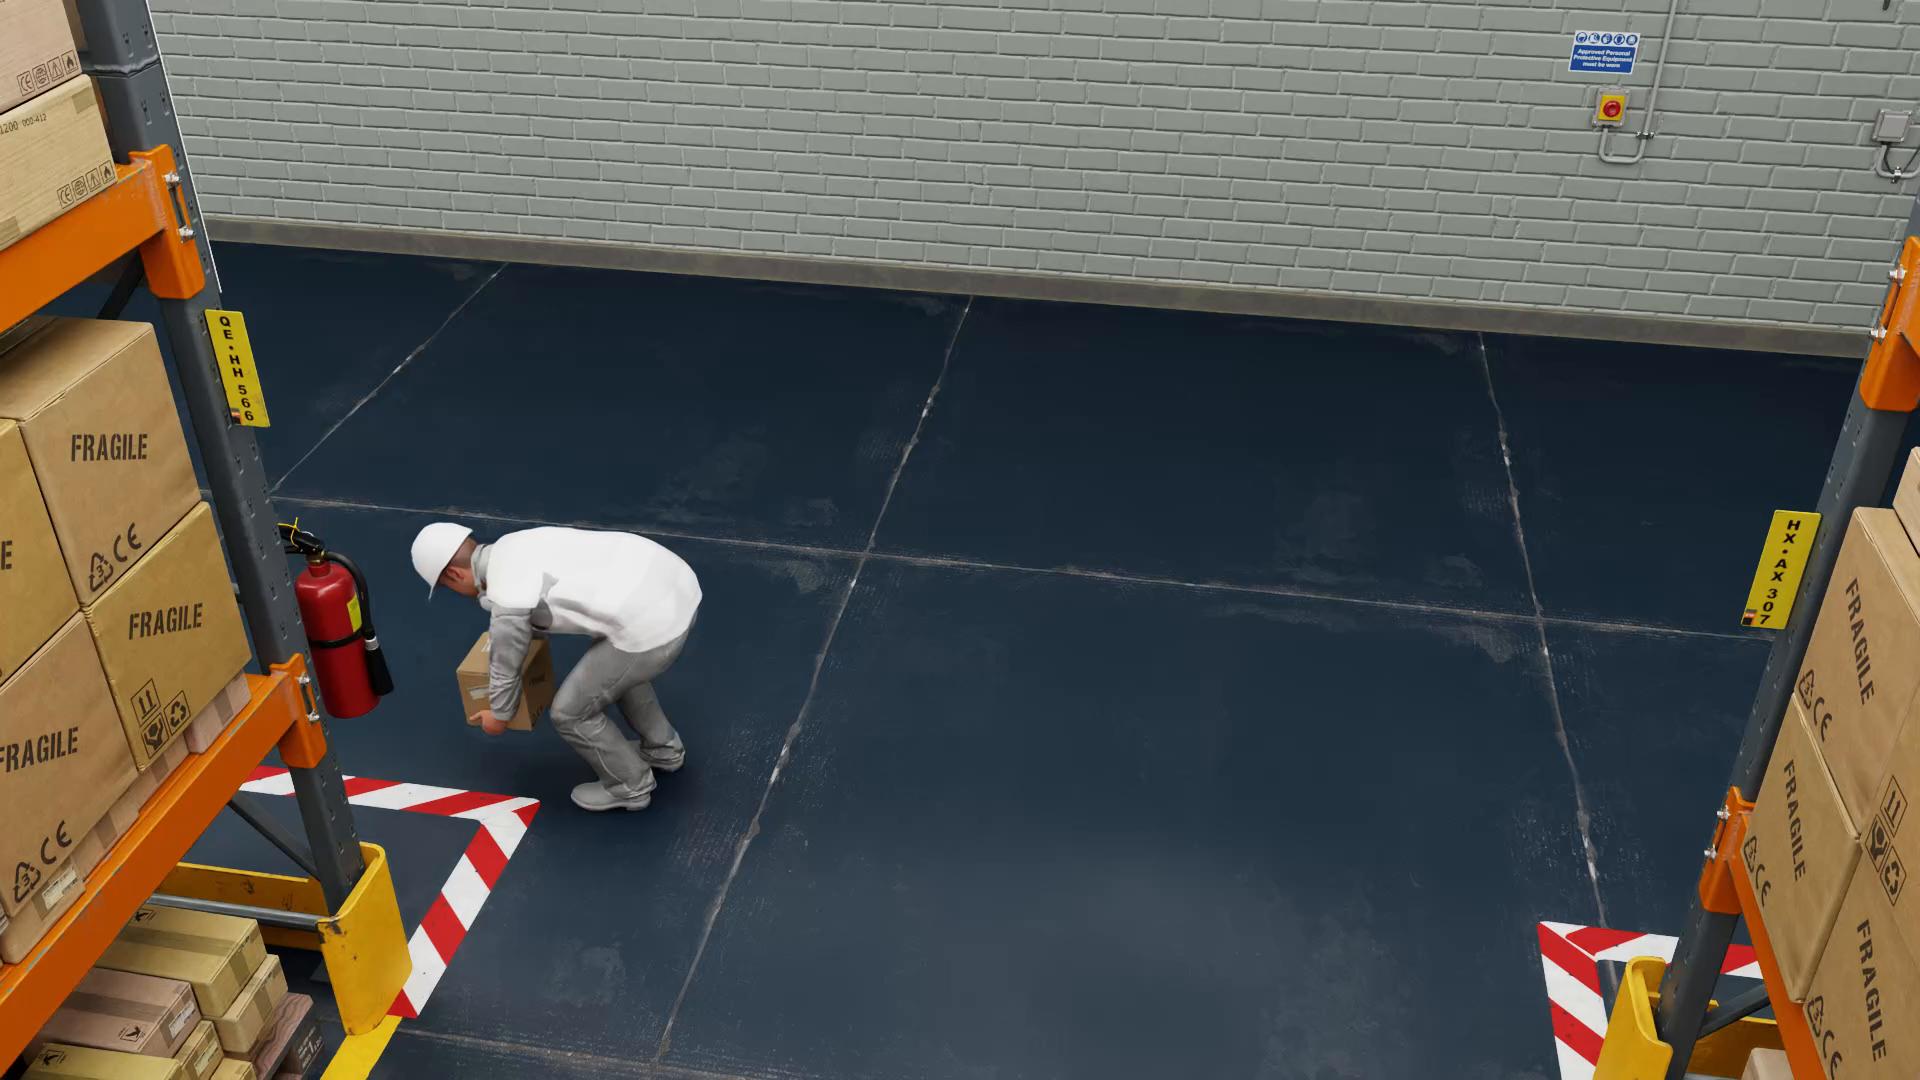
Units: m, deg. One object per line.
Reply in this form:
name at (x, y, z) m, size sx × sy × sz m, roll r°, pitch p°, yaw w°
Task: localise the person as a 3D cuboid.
person at (-1.422, 0.440, 6.034) m, size 0.993 × 1.113 × 0.490 m, roll 4°, pitch 32°, yaw 6°
